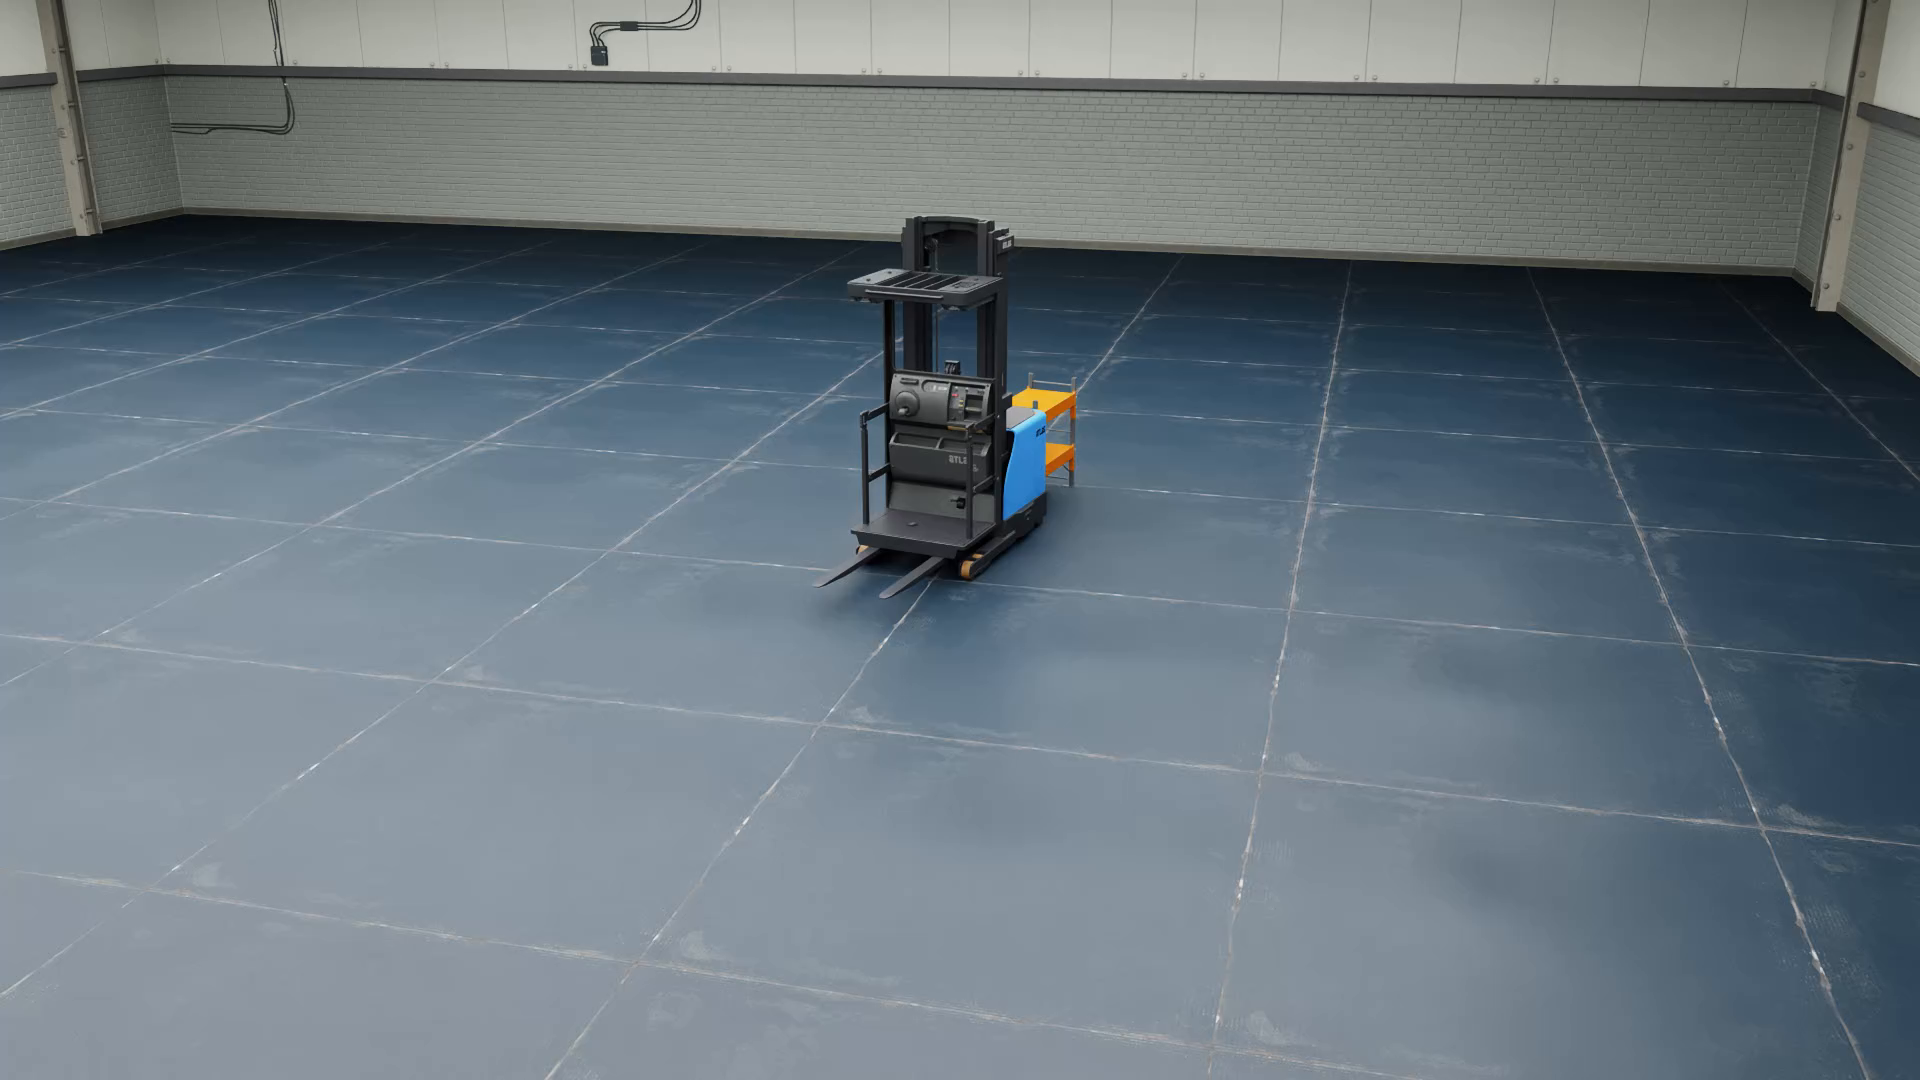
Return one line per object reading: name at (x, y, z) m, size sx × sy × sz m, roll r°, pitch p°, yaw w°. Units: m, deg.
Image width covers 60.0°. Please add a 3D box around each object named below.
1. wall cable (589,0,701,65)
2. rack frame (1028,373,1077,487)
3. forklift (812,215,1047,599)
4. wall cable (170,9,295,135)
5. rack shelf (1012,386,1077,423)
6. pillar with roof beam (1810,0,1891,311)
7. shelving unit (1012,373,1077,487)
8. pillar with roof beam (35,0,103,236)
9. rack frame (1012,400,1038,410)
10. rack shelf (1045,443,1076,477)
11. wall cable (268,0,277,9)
wall cable at (-6.028, -11.983, 31.086) m, size 2.305 × 6.003 × 0.169 m, roll 5°, pitch 19°, yaw 13°
rack frame at (0.916, -1.099, 16.663) m, size 0.500 × 1.125 × 0.032 m, roll 8°, pitch 21°, yaw 23°
forklift at (-0.259, -1.204, 14.179) m, size 1.130 × 2.935 × 3.031 m, roll 8°, pitch 21°, yaw 23°
wall cable at (-15.230, -9.659, 34.347) m, size 3.097 × 2.526 × 0.112 m, roll 5°, pitch 19°, yaw 13°
rack shelf at (0.705, -1.226, 16.131) m, size 0.538 × 0.278 × 1.000 m, roll 8°, pitch 21°, yaw 23°
pillar with roof beam at (9.139, -8.161, 25.160) m, size 9.100 × 9.000 × 0.400 m, roll 5°, pitch 19°, yaw 13°
shelving unit at (0.705, -0.949, 16.225) m, size 0.538 × 1.125 × 1.048 m, roll 8°, pitch 21°, yaw 23°
pillar with roof beam at (-13.058, -9.969, 30.452) m, size 9.100 × 9.000 × 0.400 m, roll 5°, pitch 19°, yaw 13°
rack frame at (0.495, -0.799, 15.787) m, size 0.500 × 1.125 × 0.032 m, roll 8°, pitch 21°, yaw 23°
rack shelf at (0.705, -0.718, 16.304) m, size 0.538 × 0.278 × 1.000 m, roll 8°, pitch 21°, yaw 23°
wall cable at (-12.607, -11.835, 32.905) m, size 3.097 × 2.526 × 0.112 m, roll 5°, pitch 19°, yaw 13°
